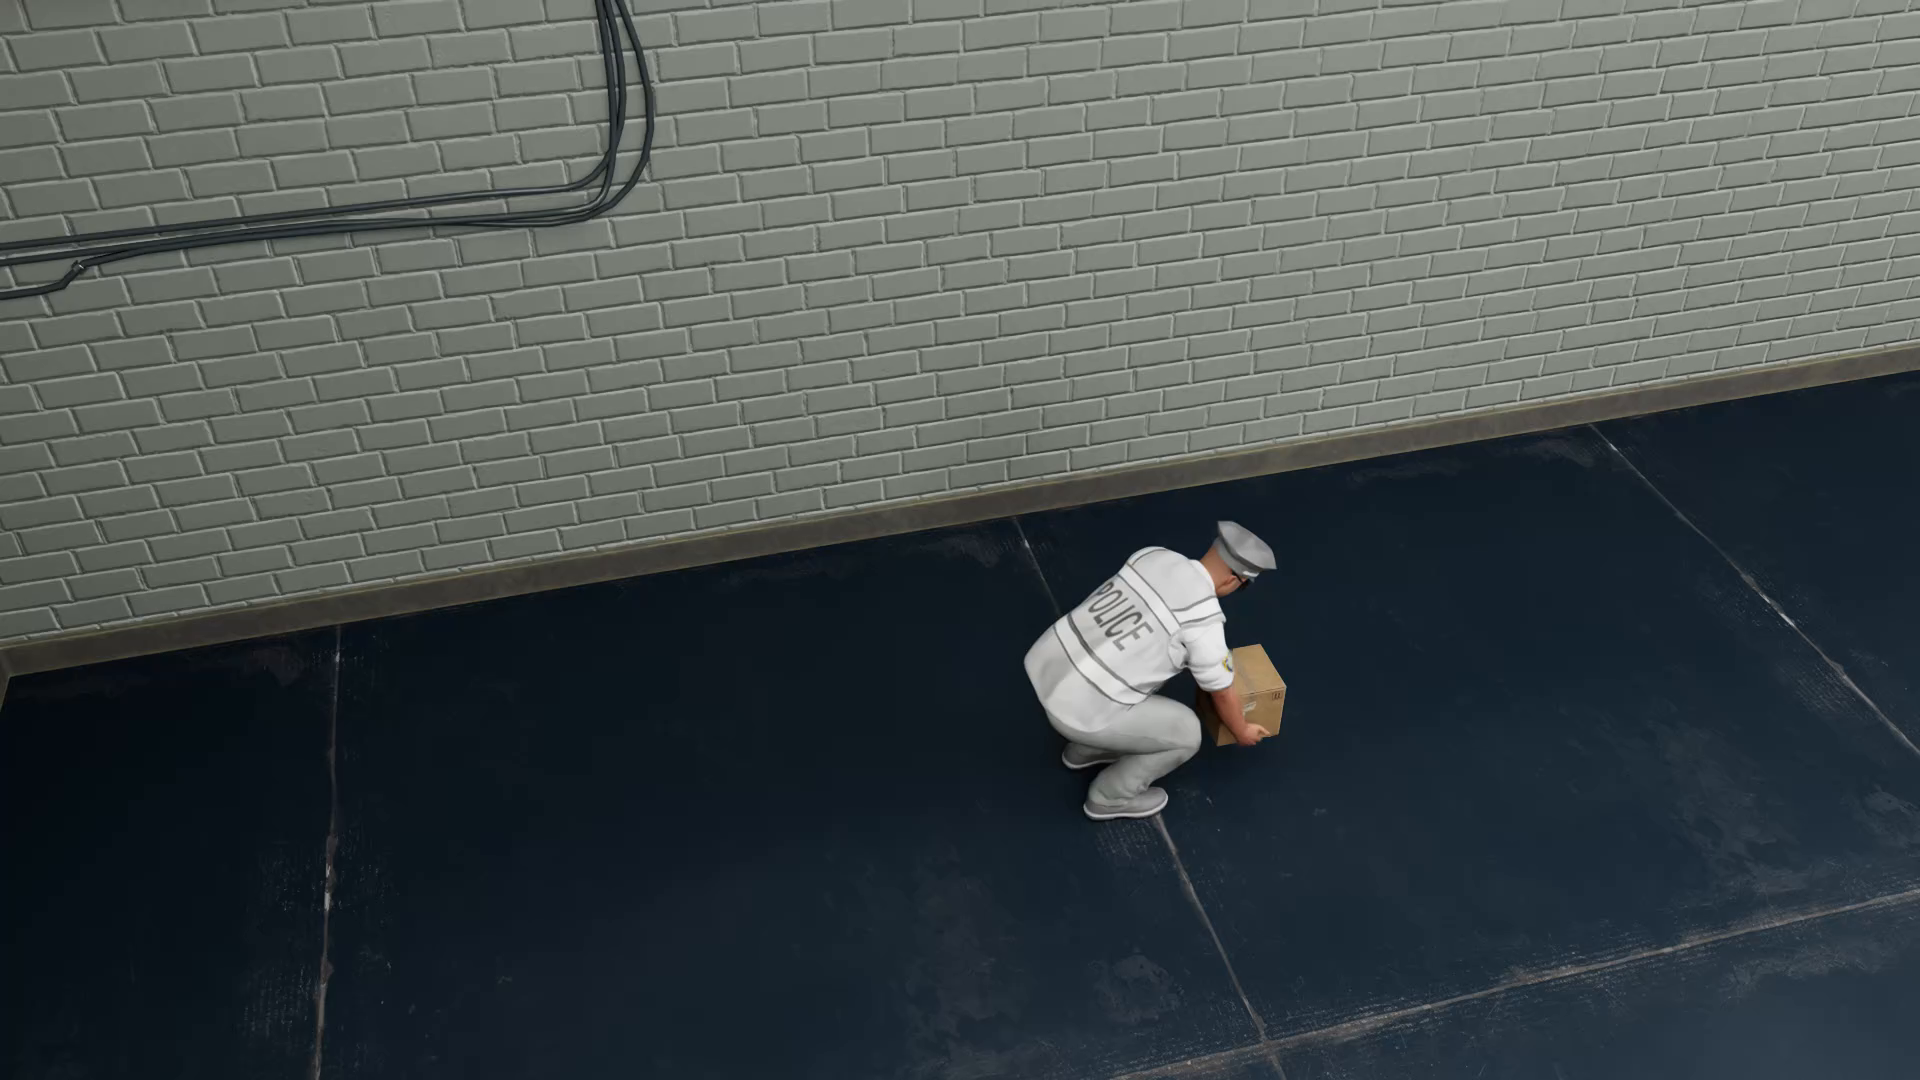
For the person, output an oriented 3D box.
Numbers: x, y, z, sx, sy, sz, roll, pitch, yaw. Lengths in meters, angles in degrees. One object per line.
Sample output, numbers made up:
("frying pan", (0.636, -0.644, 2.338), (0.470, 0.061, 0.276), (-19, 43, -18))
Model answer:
("person", (0.688, 0.465, 6.100), (0.917, 1.082, 0.573), (-9, 39, -12))
